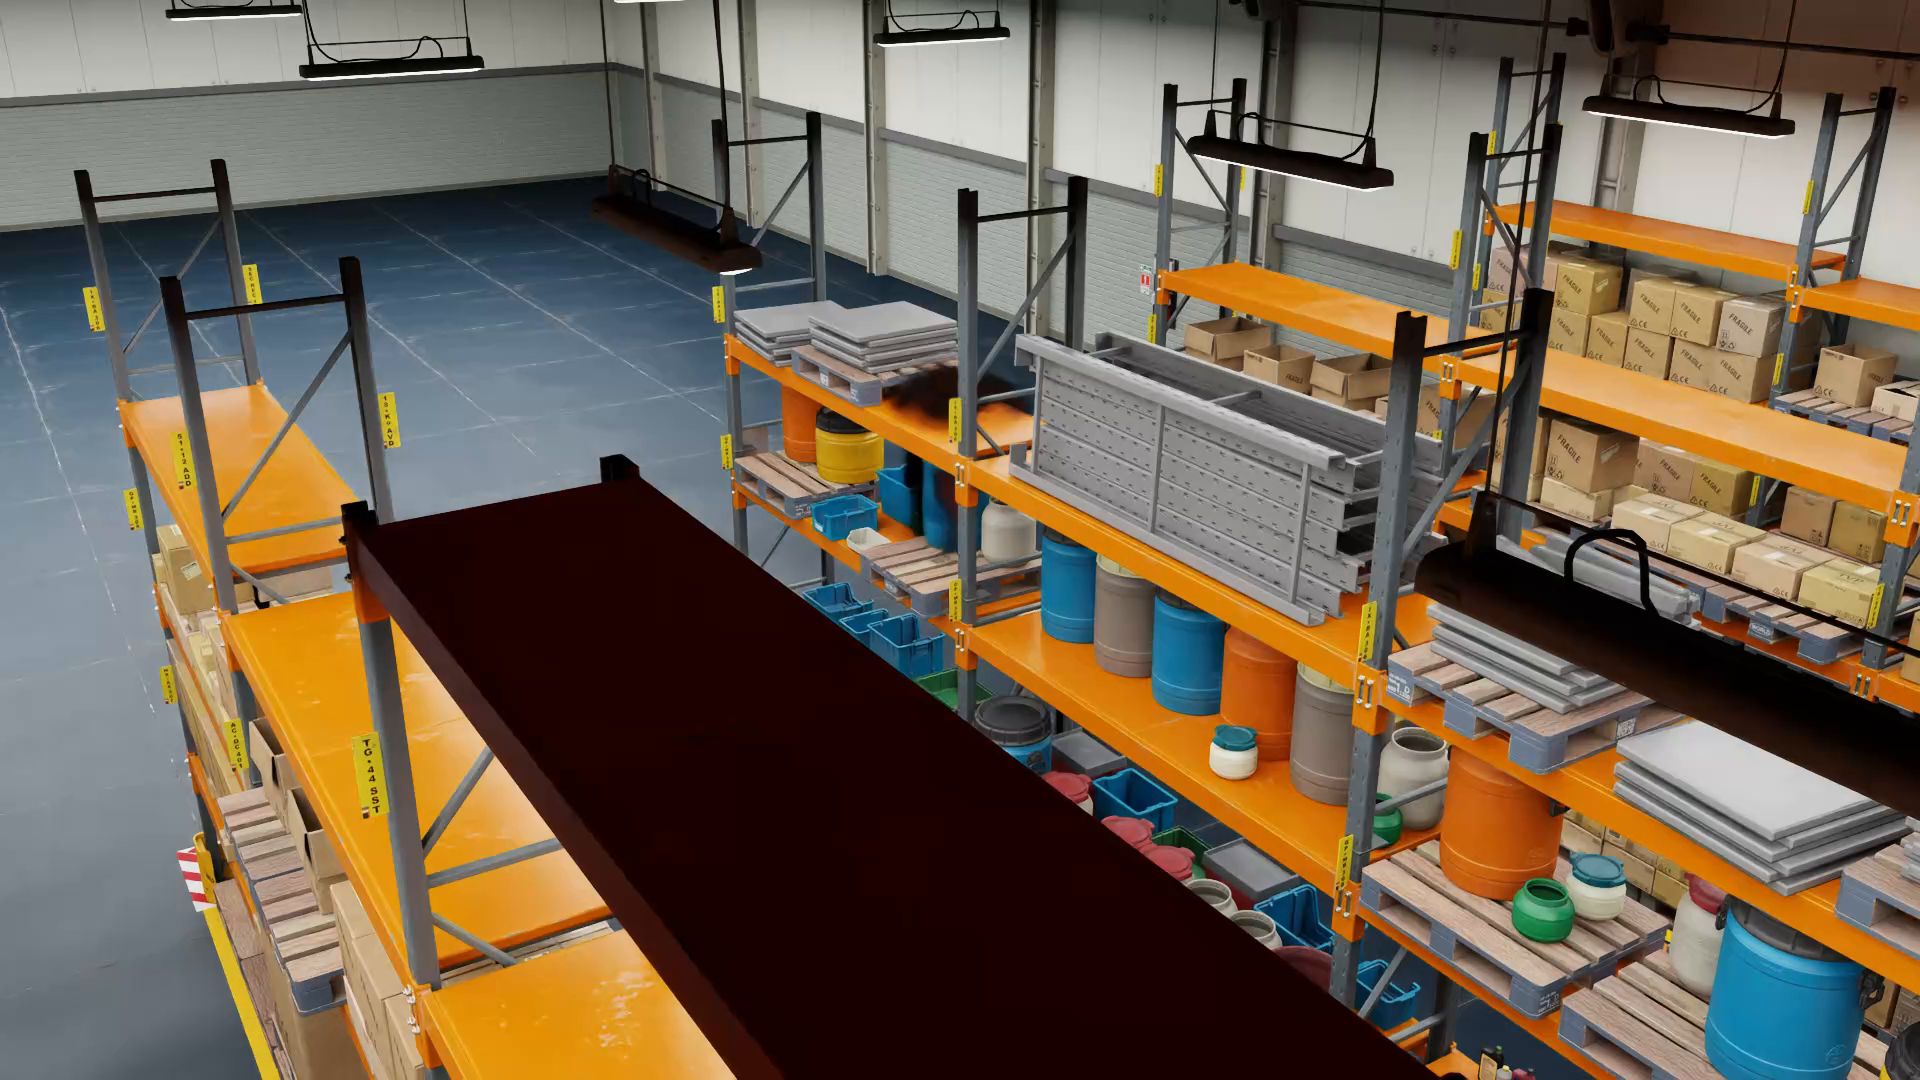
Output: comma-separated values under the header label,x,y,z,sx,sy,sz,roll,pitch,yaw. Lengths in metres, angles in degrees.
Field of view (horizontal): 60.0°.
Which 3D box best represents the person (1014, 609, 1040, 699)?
label,x,y,z,sx,sy,sz,roll,pitch,yaw
person,0.634,1.238,16.102,0.380,1.755,0.529,-2,22,-6
